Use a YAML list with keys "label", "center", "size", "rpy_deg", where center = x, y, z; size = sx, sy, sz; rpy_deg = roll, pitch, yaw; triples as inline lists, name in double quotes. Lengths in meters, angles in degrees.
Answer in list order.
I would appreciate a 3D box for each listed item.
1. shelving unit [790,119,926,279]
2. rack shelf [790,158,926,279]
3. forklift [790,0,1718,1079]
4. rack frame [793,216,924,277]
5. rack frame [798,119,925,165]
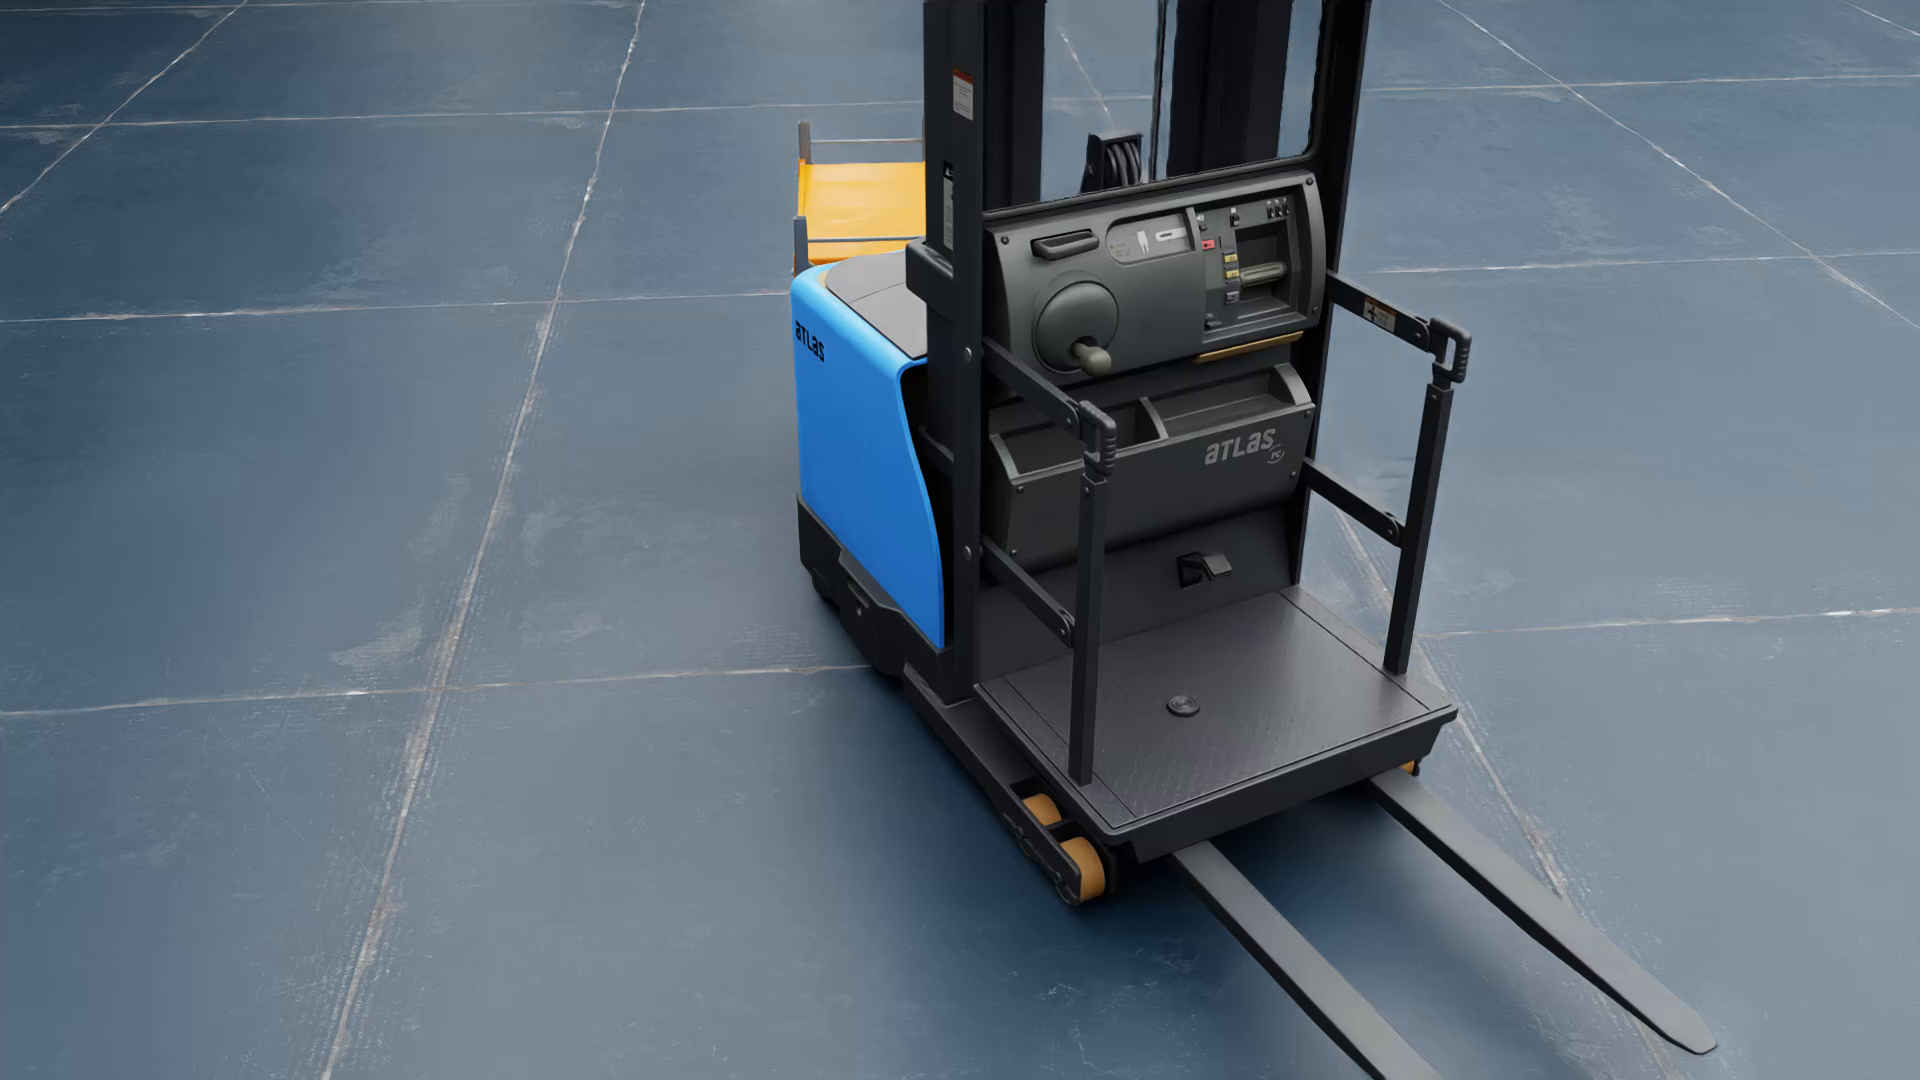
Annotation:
- label: "shelving unit"
  center: [-0.314, -0.807, 6.004]
  size: [0.538, 1.125, 1.048]
  rpy_deg: [-2, 31, -3]
- label: "rack shelf"
  center: [-0.314, -1.058, 5.854]
  size: [0.538, 0.278, 1.000]
  rpy_deg: [-2, 31, -3]
- label: "forklift"
  center: [0.606, -0.603, 3.901]
  size: [1.130, 2.935, 3.031]
  rpy_deg: [-15, 34, -24]
- label: "rack frame"
  center: [-0.279, -0.547, 5.568]
  size: [0.500, 1.125, 0.032]
  rpy_deg: [-2, 31, -3]
- label: "rack frame"
  center: [-0.348, -1.067, 6.439]
  size: [0.500, 1.125, 0.032]
  rpy_deg: [-2, 31, -3]
